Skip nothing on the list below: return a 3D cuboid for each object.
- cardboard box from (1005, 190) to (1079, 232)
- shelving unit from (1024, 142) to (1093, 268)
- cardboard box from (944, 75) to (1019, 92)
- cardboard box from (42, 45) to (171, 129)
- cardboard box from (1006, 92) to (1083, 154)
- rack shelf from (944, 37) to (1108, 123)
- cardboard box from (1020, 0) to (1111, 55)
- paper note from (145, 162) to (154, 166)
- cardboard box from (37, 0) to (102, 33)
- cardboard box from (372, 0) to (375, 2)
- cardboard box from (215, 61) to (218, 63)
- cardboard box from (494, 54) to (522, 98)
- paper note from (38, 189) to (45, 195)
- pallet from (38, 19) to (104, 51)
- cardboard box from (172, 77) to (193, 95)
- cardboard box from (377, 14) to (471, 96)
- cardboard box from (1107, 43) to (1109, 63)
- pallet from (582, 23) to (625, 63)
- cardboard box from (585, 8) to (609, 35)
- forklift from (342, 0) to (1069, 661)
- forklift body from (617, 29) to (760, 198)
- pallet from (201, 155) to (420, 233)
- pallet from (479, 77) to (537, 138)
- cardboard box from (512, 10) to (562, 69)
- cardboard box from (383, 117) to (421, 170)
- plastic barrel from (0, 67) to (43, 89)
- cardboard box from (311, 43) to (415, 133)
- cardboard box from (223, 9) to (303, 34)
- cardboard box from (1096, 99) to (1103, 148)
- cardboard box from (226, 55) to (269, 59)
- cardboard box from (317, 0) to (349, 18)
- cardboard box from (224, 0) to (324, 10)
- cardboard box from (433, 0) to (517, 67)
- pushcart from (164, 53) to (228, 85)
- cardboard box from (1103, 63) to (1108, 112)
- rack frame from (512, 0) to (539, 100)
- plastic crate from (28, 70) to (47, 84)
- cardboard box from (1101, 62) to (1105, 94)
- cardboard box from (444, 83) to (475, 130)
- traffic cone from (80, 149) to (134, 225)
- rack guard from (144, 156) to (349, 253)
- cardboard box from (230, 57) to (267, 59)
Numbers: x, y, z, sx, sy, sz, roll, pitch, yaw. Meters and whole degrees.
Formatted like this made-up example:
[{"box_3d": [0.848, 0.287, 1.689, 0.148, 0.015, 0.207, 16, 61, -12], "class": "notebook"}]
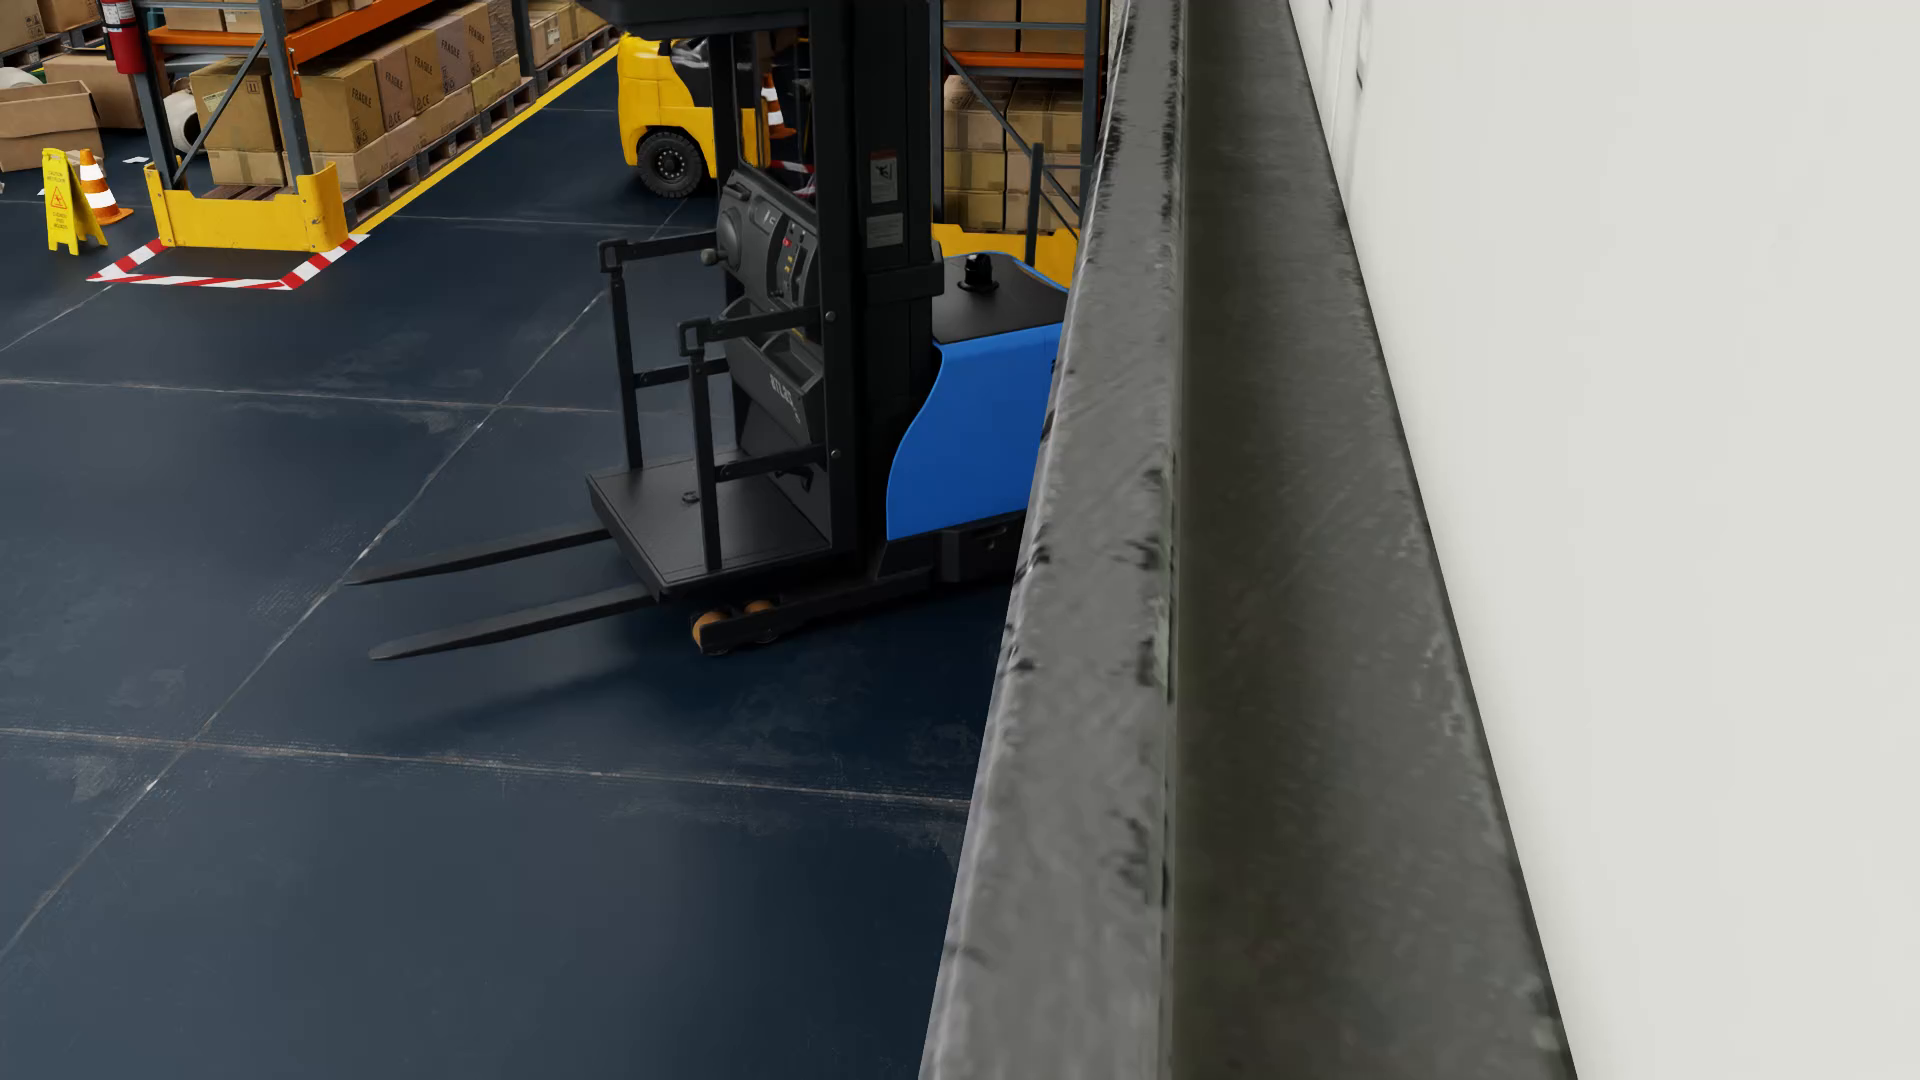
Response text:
[{"box_3d": [0.562, -2.149, 10.533, 0.500, 0.250, 0.500, 3, 29, 6], "class": "cardboard box"}, {"box_3d": [0.612, -0.854, 7.240, 0.587, 1.500, 1.083, -2, 27, -10], "class": "shelving unit"}, {"box_3d": [0.112, -2.845, 10.771, 0.500, 0.250, 0.500, 4, 29, 7], "class": "cardboard box"}, {"box_3d": [-6.810, -3.617, 13.291, 0.797, 0.637, 0.503, 3, 28, 6], "class": "cardboard box"}, {"box_3d": [0.555, -2.585, 10.288, 0.500, 0.250, 0.500, 3, 28, 5], "class": "cardboard box"}, {"box_3d": [0.553, -3.580, 11.491, 1.077, 0.370, 4.000, 3, 28, 6], "class": "rack shelf"}, {"box_3d": [0.644, -3.216, 9.952, 0.500, 0.500, 0.500, 4, 29, 8], "class": "cardboard box"}, {"box_3d": [-6.078, -2.824, 12.481, 0.032, 0.001, 0.123, 3, 28, 6], "class": "paper note"}, {"box_3d": [-8.945, -5.311, 15.874, 1.050, 0.750, 0.750, 3, 28, 6], "class": "cardboard box"}, {"box_3d": [-4.167, -3.760, 11.331, 0.380, 0.149, 0.250, 4, 29, 8], "class": "cardboard box"}, {"box_3d": [-5.610, -3.600, 13.403, 0.500, 0.500, 0.500, -24, 36, -37], "class": "cardboard box"}, {"box_3d": [-3.934, -3.805, 13.607, 0.500, 0.250, 0.500, 5, 29, 9], "class": "cardboard box"}, {"box_3d": [-6.478, -2.495, 11.850, 0.148, 0.019, 0.142, -6, 29, -11], "class": "paper note"}, {"box_3d": [-8.887, -5.081, 16.458, 1.003, 0.211, 1.213, 3, 28, 6], "class": "pallet"}, {"box_3d": [-6.359, -3.662, 13.768, 0.258, 0.266, 0.396, -17, 33, -29], "class": "cardboard box"}, {"box_3d": [-4.057, -3.655, 12.538, 0.500, 0.500, 0.500, 5, 29, 9], "class": "cardboard box"}, {"box_3d": [0.883, -3.770, 12.488, 0.500, 0.250, 0.500, 3, 28, 5], "class": "cardboard box"}, {"box_3d": [-3.888, -4.840, 16.011, 1.003, 0.211, 1.213, 3, 28, 6], "class": "pallet"}, {"box_3d": [-3.899, -5.066, 15.818, 0.950, 0.372, 0.625, 4, 29, 8], "class": "cardboard box"}, {"box_3d": [-0.919, -1.131, 6.259, 3.031, 2.935, 1.130, -14, 31, -24], "class": "forklift"}, {"box_3d": [-1.270, -3.580, 11.628, 2.313, 2.155, 1.214, 3, 28, 6], "class": "forklift body"}, {"box_3d": [-4.475, -2.430, 11.539, 1.003, 0.211, 1.213, 3, 28, 6], "class": "pallet"}, {"box_3d": [-4.176, -3.579, 13.671, 1.003, 0.211, 1.213, 3, 28, 6], "class": "pallet"}, {"box_3d": [-4.067, -4.400, 14.582, 0.950, 0.372, 0.625, 4, 29, 7], "class": "cardboard box"}, {"box_3d": [-4.175, -2.820, 11.778, 0.500, 0.250, 0.500, 4, 29, 8], "class": "cardboard box"}, {"box_3d": [-7.670, -3.608, 13.500, 0.421, 0.421, 0.512, -24, 36, -37], "class": "plastic barrel"}, {"box_3d": [-4.183, -3.168, 11.633, 0.500, 0.500, 0.500, 2, 28, 4], "class": "cardboard box"}, {"box_3d": [-4.372, -3.279, 10.439, 0.380, 0.149, 0.250, 3, 29, 6], "class": "cardboard box"}, {"box_3d": [0.698, -2.838, 11.284, 0.500, 0.250, 0.500, 4, 29, 7], "class": "cardboard box"}, {"box_3d": [-4.801, -3.401, 11.382, 0.380, 0.149, 0.250, 4, 29, 8], "class": "cardboard box"}, {"box_3d": [-4.242, -3.519, 10.884, 0.380, 0.149, 0.250, 2, 28, 5], "class": "cardboard box"}, {"box_3d": [-4.285, -3.624, 10.395, 0.500, 0.500, 0.500, 3, 28, 5], "class": "cardboard box"}, {"box_3d": [-3.935, -4.135, 13.429, 0.500, 0.500, 0.500, 3, 28, 5], "class": "cardboard box"}, {"box_3d": [-6.398, -4.079, 14.424, 1.648, 0.377, 0.936, -6, 29, -11], "class": "pushcart"}, {"box_3d": [0.831, -3.310, 12.161, 0.500, 0.250, 0.500, 3, 28, 6], "class": "cardboard box"}, {"box_3d": [-4.129, -5.125, 13.600, 1.000, 3.000, 0.127, 3, 28, 6], "class": "rack frame"}, {"box_3d": [-7.775, -3.994, 14.406, 0.450, 0.188, 0.662, 9, 28, 37], "class": "plastic crate"}, {"box_3d": [0.754, -3.296, 11.607, 0.500, 0.250, 0.500, 3, 28, 5], "class": "cardboard box"}, {"box_3d": [-4.056, -3.315, 12.697, 0.500, 0.250, 0.500, 4, 29, 7], "class": "cardboard box"}, {"box_3d": [-5.846, -2.402, 11.222, 0.336, 0.463, 0.334, 3, 28, 6], "class": "traffic cone"}, {"box_3d": [-4.609, -2.177, 10.764, 1.175, 0.500, 0.348, 3, 28, 6], "class": "rack guard"}, {"box_3d": [-4.719, -3.185, 11.664, 0.500, 0.500, 0.500, 4, 29, 8], "class": "cardboard box"}]
